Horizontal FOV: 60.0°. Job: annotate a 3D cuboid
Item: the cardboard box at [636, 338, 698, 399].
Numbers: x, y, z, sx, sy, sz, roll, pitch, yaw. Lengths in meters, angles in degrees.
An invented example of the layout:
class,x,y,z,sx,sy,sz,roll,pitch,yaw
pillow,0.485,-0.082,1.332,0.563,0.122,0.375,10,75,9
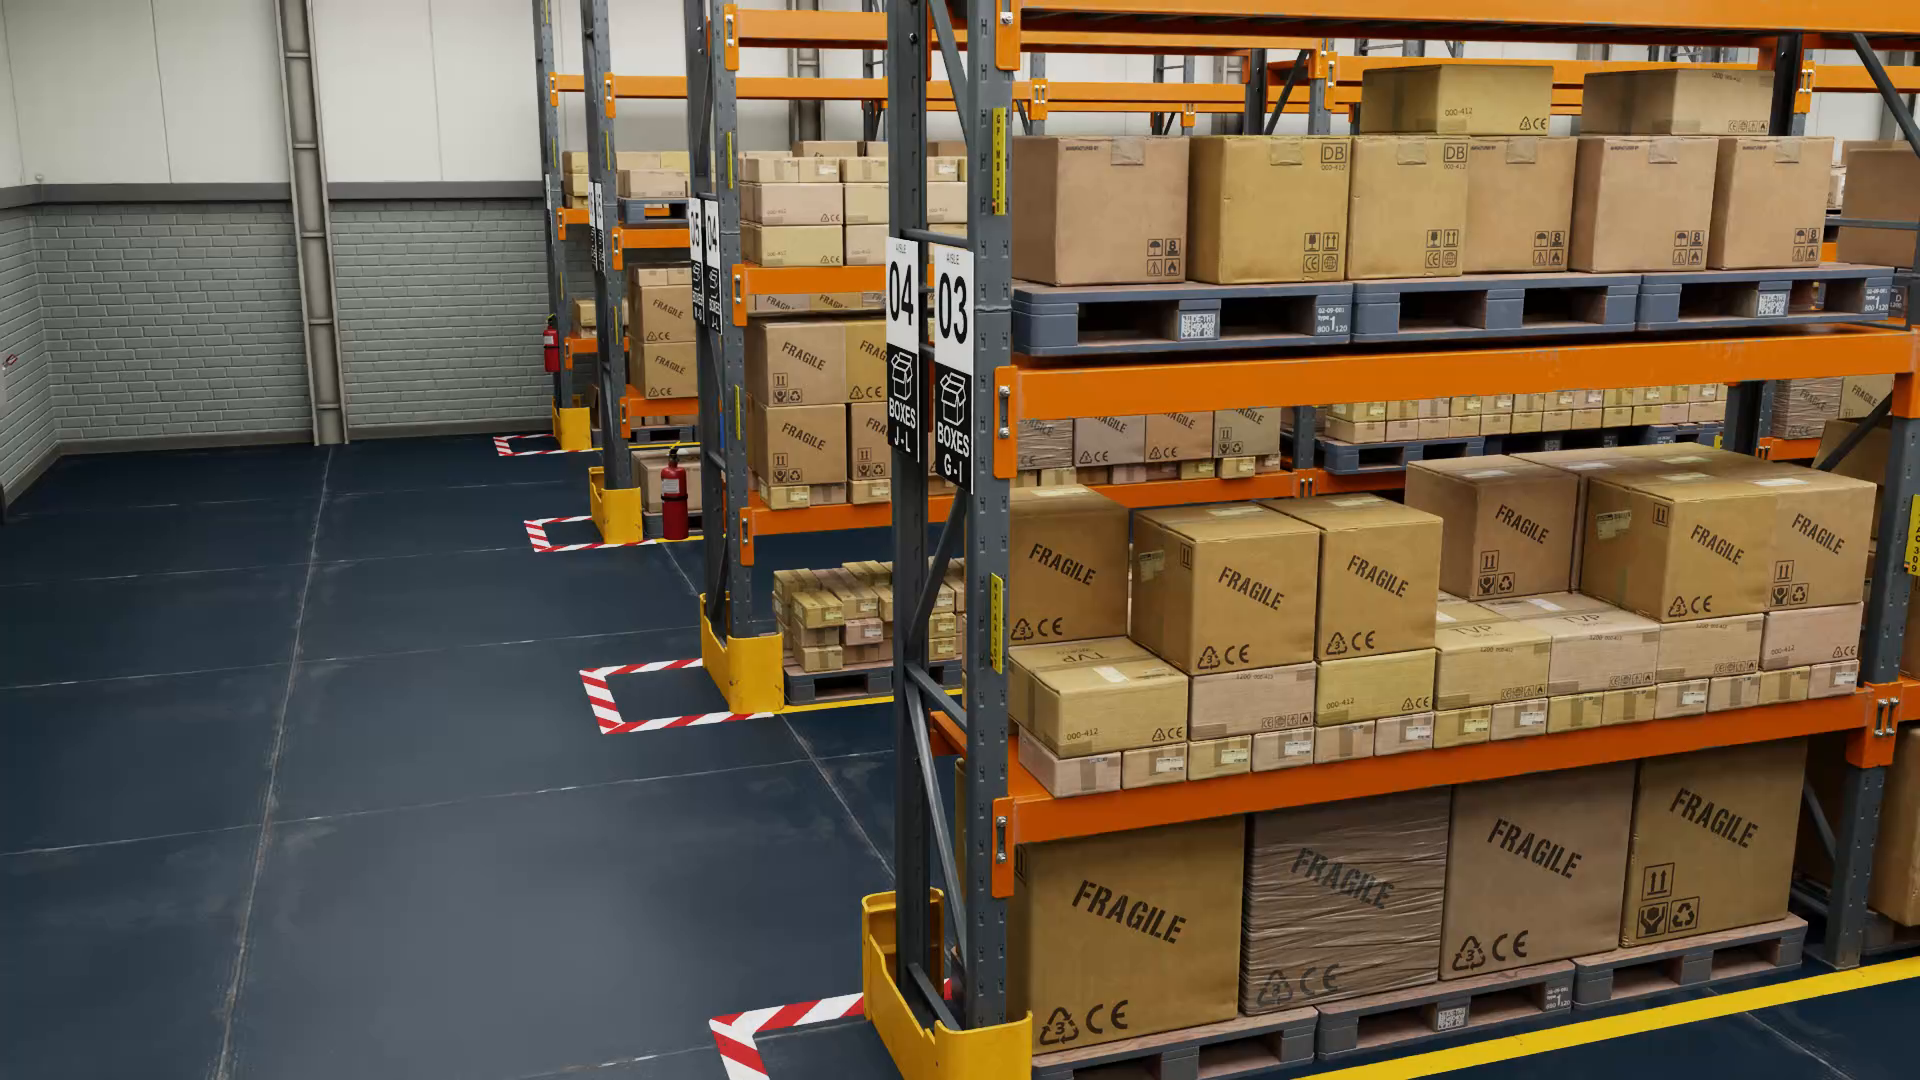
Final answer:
class,x,y,z,sx,sy,sz,roll,pitch,yaw
cardboard box,-2.664,-1.578,15.185,0.500,0.500,0.500,-5,14,-19

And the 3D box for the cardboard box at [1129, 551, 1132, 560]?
class,x,y,z,sx,sy,sz,roll,pitch,yaw
cardboard box,1.119,0.160,12.061,0.250,0.149,0.380,-5,14,-20

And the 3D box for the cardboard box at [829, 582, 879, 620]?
class,x,y,z,sx,sy,sz,roll,pitch,yaw
cardboard box,-0.708,0.404,11.038,0.250,0.149,0.380,-4,14,-17

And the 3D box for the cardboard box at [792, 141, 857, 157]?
class,x,y,z,sx,sy,sz,roll,pitch,yaw
cardboard box,-1.252,-3.434,15.381,0.500,0.500,0.500,-4,14,-17

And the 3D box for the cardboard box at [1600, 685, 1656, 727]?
class,x,y,z,sx,sy,sz,roll,pitch,yaw
cardboard box,2.582,0.614,6.729,0.250,0.149,0.380,-4,14,-17

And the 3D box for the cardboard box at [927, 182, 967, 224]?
class,x,y,z,sx,sy,sz,roll,pitch,yaw
cardboard box,-0.060,-2.157,10.598,0.500,0.250,0.500,-4,14,-17

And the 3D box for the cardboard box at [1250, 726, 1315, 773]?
class,x,y,z,sx,sy,sz,roll,pitch,yaw
cardboard box,1.124,0.727,6.253,0.250,0.149,0.380,-5,14,-19

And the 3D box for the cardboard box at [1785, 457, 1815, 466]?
class,x,y,z,sx,sy,sz,roll,pitch,yaw
cardboard box,7.480,-0.269,13.854,0.750,0.750,1.050,-4,14,-17

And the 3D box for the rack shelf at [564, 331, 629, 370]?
class,x,y,z,sx,sy,sz,roll,pitch,yaw
rack shelf,-2.901,-2.443,20.592,4.000,0.370,1.077,-4,14,-18

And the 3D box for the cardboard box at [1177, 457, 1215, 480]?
class,x,y,z,sx,sy,sz,roll,pitch,yaw
cardboard box,1.577,-0.530,11.537,0.250,0.149,0.380,-4,14,-16

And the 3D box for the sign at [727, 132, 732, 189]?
class,x,y,z,sx,sy,sz,roll,pitch,yaw
sign,-1.363,-2.244,9.831,0.005,0.325,0.100,-4,14,-18

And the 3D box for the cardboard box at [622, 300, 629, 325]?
class,x,y,z,sx,sy,sz,roll,pitch,yaw
cardboard box,-3.803,-2.729,19.920,0.500,0.250,0.500,-4,14,-17

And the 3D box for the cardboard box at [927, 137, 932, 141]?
class,x,y,z,sx,sy,sz,roll,pitch,yaw
cardboard box,-0.498,-4.941,20.940,0.258,0.266,0.396,-4,14,-18

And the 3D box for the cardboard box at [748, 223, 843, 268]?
class,x,y,z,sx,sy,sz,roll,pitch,yaw
cardboard box,-1.029,-1.842,10.354,0.500,0.250,0.500,-4,14,-16

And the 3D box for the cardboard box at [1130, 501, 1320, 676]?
class,x,y,z,sx,sy,sz,roll,pitch,yaw
cardboard box,0.965,0.167,6.126,0.500,0.500,0.500,-5,14,-19

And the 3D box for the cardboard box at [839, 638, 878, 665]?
class,x,y,z,sx,sy,sz,roll,pitch,yaw
cardboard box,-0.715,0.698,11.085,0.250,0.149,0.380,-5,14,-18

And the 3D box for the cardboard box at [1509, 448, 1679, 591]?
class,x,y,z,sx,sy,sz,roll,pitch,yaw
cardboard box,2.737,-0.101,7.254,0.500,0.500,0.500,-4,14,-18

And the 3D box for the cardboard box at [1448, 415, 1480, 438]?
class,x,y,z,sx,sy,sz,roll,pitch,yaw
cardboard box,3.513,-0.842,11.942,0.250,0.149,0.380,-4,14,-18

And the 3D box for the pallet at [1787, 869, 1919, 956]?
class,x,y,z,sx,sy,sz,roll,pitch,yaw
pallet,4.449,1.605,8.048,1.213,0.211,1.003,-4,14,-18

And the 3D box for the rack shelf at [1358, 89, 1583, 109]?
class,x,y,z,sx,sy,sz,roll,pitch,yaw
rack shelf,6.267,-4.669,17.851,4.000,0.370,1.077,-4,14,-18

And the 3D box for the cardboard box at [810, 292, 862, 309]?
class,x,y,z,sx,sy,sz,roll,pitch,yaw
cardboard box,-1.219,-2.181,15.561,0.500,0.500,0.500,-4,14,-18

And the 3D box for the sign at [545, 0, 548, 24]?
class,x,y,z,sx,sy,sz,roll,pitch,yaw
sign,-4.624,-5.938,18.577,0.005,0.325,0.100,-4,14,-18

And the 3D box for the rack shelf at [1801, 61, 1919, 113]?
class,x,y,z,sx,sy,sz,roll,pitch,yaw
rack shelf,7.942,-3.591,13.318,4.000,0.370,1.077,-4,14,-18

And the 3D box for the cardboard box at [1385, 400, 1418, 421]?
class,x,y,z,sx,sy,sz,roll,pitch,yaw
cardboard box,3.020,-0.948,11.747,0.250,0.149,0.380,-5,14,-19

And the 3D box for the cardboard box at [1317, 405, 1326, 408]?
class,x,y,z,sx,sy,sz,roll,pitch,yaw
cardboard box,2.569,-1.073,12.273,0.250,0.149,0.380,-4,14,-16

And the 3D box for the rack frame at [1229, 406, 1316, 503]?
class,x,y,z,sx,sy,sz,roll,pitch,yaw
rack frame,2.255,-0.774,12.021,0.127,3.000,1.000,-4,14,-18

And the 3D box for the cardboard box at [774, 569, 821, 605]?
class,x,y,z,sx,sy,sz,roll,pitch,yaw
cardboard box,-1.115,0.320,11.390,0.250,0.149,0.380,-4,14,-17

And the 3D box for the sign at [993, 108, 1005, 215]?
class,x,y,z,sx,sy,sz,roll,pitch,yaw
sign,0.122,-1.184,5.204,0.005,0.325,0.100,-4,14,-18

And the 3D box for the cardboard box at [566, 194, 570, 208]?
class,x,y,z,sx,sy,sz,roll,pitch,yaw
cardboard box,-4.568,-4.057,19.883,0.250,0.149,0.380,-4,14,-17

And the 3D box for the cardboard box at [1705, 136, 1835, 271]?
class,x,y,z,sx,sy,sz,roll,pitch,yaw
cardboard box,3.019,-1.368,6.699,0.500,0.500,0.700,-5,14,-21

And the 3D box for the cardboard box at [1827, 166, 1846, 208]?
class,x,y,z,sx,sy,sz,roll,pitch,yaw
cardboard box,6.803,-2.743,12.887,0.500,0.311,0.500,-4,14,-18

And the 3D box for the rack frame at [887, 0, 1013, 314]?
class,x,y,z,sx,sy,sz,roll,pitch,yaw
rack frame,-0.050,-2.302,5.481,0.127,3.000,1.000,-4,14,-18

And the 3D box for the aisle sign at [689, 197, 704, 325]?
class,x,y,z,sx,sy,sz,roll,pitch,yaw
aisle sign,-1.701,-1.804,10.733,0.004,0.787,0.394,-4,14,-18

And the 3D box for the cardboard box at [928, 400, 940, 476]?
class,x,y,z,sx,sy,sz,roll,pitch,yaw
cardboard box,-0.055,-0.723,10.948,0.500,0.500,0.500,-4,14,-17

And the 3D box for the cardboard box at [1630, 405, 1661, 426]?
class,x,y,z,sx,sy,sz,roll,pitch,yaw
cardboard box,5.008,-0.959,12.436,0.250,0.149,0.380,-5,14,-19

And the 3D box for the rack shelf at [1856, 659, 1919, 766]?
class,x,y,z,sx,sy,sz,roll,pitch,yaw
rack shelf,5.637,0.524,8.120,4.000,0.370,1.077,-4,14,-18

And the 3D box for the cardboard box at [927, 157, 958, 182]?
class,x,y,z,sx,sy,sz,roll,pitch,yaw
cardboard box,-0.187,-2.355,10.568,0.250,0.149,0.380,-4,14,-16

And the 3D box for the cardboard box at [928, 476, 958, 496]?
class,x,y,z,sx,sy,sz,roll,pitch,yaw
cardboard box,-0.157,-0.408,11.027,0.250,0.149,0.380,-5,14,-19

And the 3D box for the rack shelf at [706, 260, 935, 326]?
class,x,y,z,sx,sy,sz,roll,pitch,yaw
rack shelf,0.360,-1.735,11.137,4.000,0.370,1.077,-4,14,-18

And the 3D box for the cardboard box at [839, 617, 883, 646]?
class,x,y,z,sx,sy,sz,roll,pitch,yaw
cardboard box,-0.680,0.569,10.986,0.250,0.149,0.380,-5,14,-18

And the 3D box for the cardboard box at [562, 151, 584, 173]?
class,x,y,z,sx,sy,sz,roll,pitch,yaw
cardboard box,-4.465,-4.513,19.862,0.500,0.250,0.500,-5,14,-20

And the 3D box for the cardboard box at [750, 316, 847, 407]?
class,x,y,z,sx,sy,sz,roll,pitch,yaw
cardboard box,-1.026,-1.133,10.513,0.500,0.500,0.500,-5,14,-18

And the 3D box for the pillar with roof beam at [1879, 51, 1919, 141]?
class,x,y,z,sx,sy,sz,roll,pitch,yaw
pillar with roof beam,16.480,-6.390,22.666,0.400,9.000,9.100,-4,14,-18

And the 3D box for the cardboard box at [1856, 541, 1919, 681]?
class,x,y,z,sx,sy,sz,roll,pitch,yaw
cardboard box,4.257,0.294,7.317,0.500,0.500,0.500,-4,14,-18

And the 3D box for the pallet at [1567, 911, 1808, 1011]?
class,x,y,z,sx,sy,sz,roll,pitch,yaw
pallet,2.996,1.717,7.575,1.213,0.211,1.003,-4,14,-18

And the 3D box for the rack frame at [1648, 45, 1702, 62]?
class,x,y,z,sx,sy,sz,roll,pitch,yaw
rack frame,10.367,-6.745,24.159,0.127,3.000,1.000,-4,14,-18

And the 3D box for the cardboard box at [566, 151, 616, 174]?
class,x,y,z,sx,sy,sz,roll,pitch,yaw
cardboard box,-4.296,-4.397,19.372,0.500,0.250,0.500,-5,14,-19

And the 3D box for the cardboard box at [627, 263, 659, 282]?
class,x,y,z,sx,sy,sz,roll,pitch,yaw
cardboard box,-2.934,-2.478,15.406,0.250,0.149,0.380,-4,14,-17

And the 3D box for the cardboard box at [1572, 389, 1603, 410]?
class,x,y,z,sx,sy,sz,roll,pitch,yaw
cardboard box,4.501,-1.064,12.233,0.250,0.149,0.380,-4,14,-17

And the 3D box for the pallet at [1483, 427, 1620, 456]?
class,x,y,z,sx,sy,sz,roll,pitch,yaw
pallet,4.183,-0.821,12.632,1.213,0.211,1.003,-4,14,-18

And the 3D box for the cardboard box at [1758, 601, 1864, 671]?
class,x,y,z,sx,sy,sz,roll,pitch,yaw
cardboard box,3.407,0.340,7.020,0.500,0.250,0.500,-5,14,-19

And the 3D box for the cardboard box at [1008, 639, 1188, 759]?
class,x,y,z,sx,sy,sz,roll,pitch,yaw
cardboard box,0.491,0.569,6.058,0.500,0.250,0.500,-5,14,-20

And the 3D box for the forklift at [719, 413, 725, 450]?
class,x,y,z,sx,sy,sz,roll,pitch,yaw
forklift,-1.135,-2.191,18.128,3.031,2.935,1.130,-7,15,-27
